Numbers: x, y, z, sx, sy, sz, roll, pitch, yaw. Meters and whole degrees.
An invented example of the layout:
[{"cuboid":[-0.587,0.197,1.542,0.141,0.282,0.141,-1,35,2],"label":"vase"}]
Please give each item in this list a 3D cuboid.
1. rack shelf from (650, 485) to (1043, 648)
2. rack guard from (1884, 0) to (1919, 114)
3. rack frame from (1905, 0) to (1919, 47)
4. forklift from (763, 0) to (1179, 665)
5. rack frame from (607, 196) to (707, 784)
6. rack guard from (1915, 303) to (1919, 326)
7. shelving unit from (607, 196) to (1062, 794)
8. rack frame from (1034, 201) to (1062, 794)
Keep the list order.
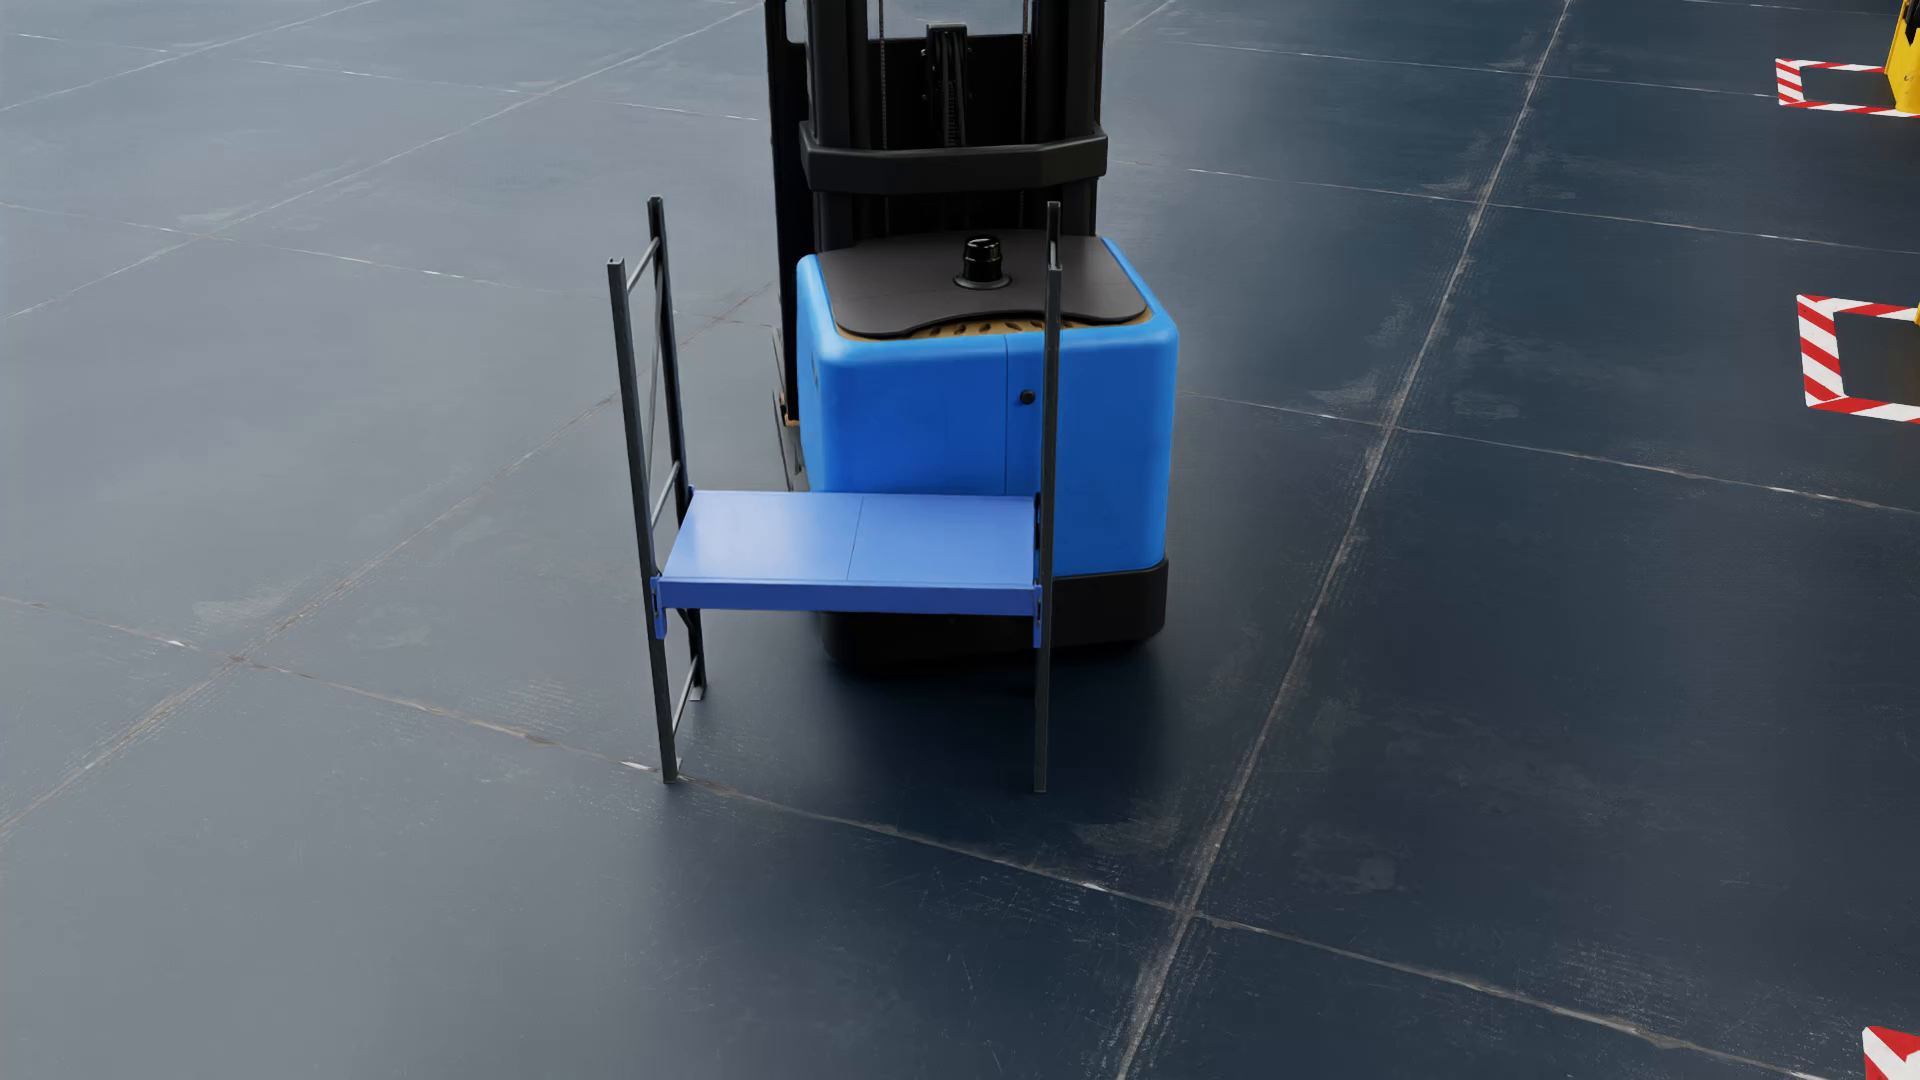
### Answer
[{"cuboid":[-0.280,0.062,4.482,1.000,0.185,0.538,1,29,2],"label":"rack shelf"},{"cuboid":[6.328,-3.169,10.849,0.348,0.500,1.175,11,31,19],"label":"rack guard"},{"cuboid":[6.258,-4.272,10.259,0.127,3.000,1.000,11,31,19],"label":"rack frame"},{"cuboid":[-0.122,-1.610,5.620,1.130,2.935,3.031,-5,30,-8],"label":"forklift"},{"cuboid":[-0.788,-0.105,4.412,0.032,1.500,0.500,1,29,2],"label":"rack frame"},{"cuboid":[4.277,-0.945,6.914,0.348,0.500,1.175,11,31,19],"label":"rack guard"},{"cuboid":[-0.280,-0.095,4.394,1.048,1.500,0.538,1,29,2],"label":"shelving unit"},{"cuboid":[0.228,-0.084,4.375,0.032,1.500,0.500,1,29,2],"label":"rack frame"}]
